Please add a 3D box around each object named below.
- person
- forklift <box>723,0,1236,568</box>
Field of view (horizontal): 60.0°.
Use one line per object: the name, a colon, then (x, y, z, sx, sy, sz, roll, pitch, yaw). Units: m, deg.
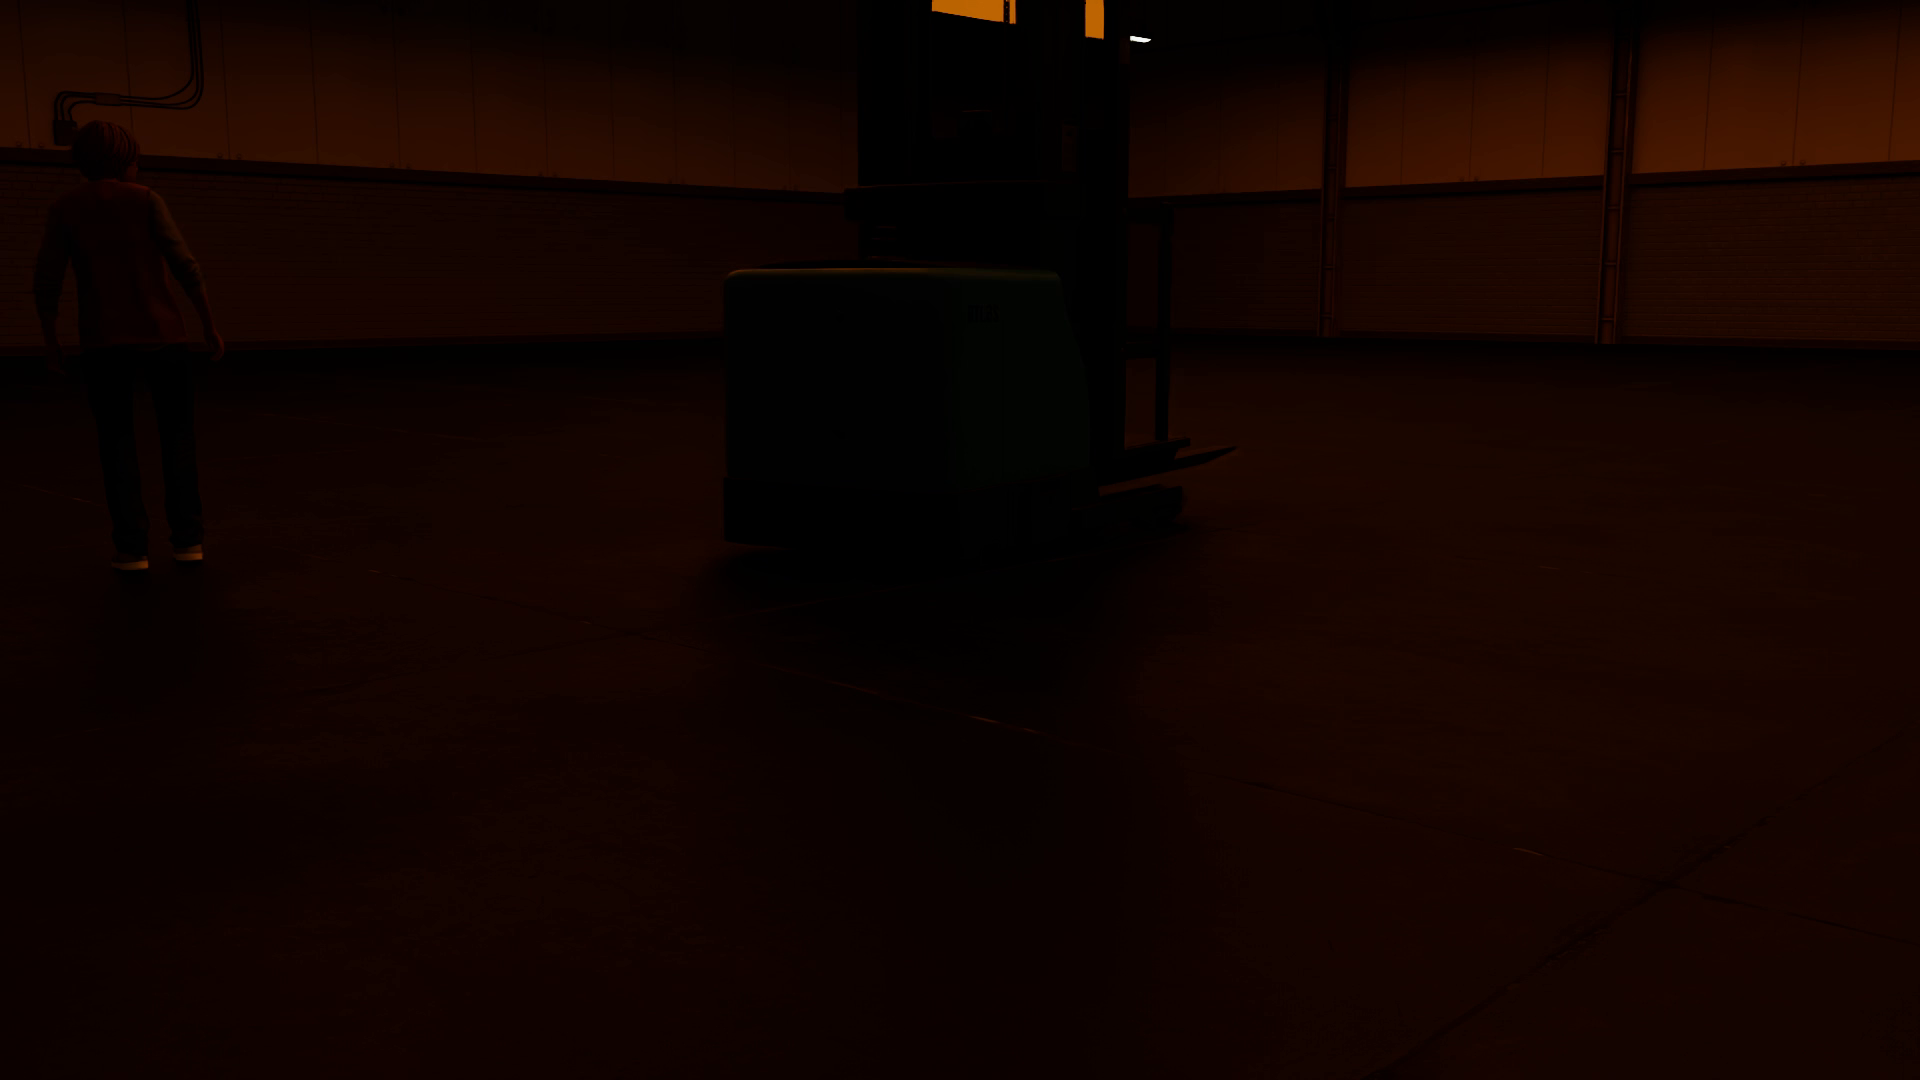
person: (-2.965, -0.689, 5.968, 0.595, 1.590, 0.430, -3, 9, -22)
forklift: (0.308, -1.528, 7.024, 1.130, 2.935, 3.031, 5, 10, 31)
